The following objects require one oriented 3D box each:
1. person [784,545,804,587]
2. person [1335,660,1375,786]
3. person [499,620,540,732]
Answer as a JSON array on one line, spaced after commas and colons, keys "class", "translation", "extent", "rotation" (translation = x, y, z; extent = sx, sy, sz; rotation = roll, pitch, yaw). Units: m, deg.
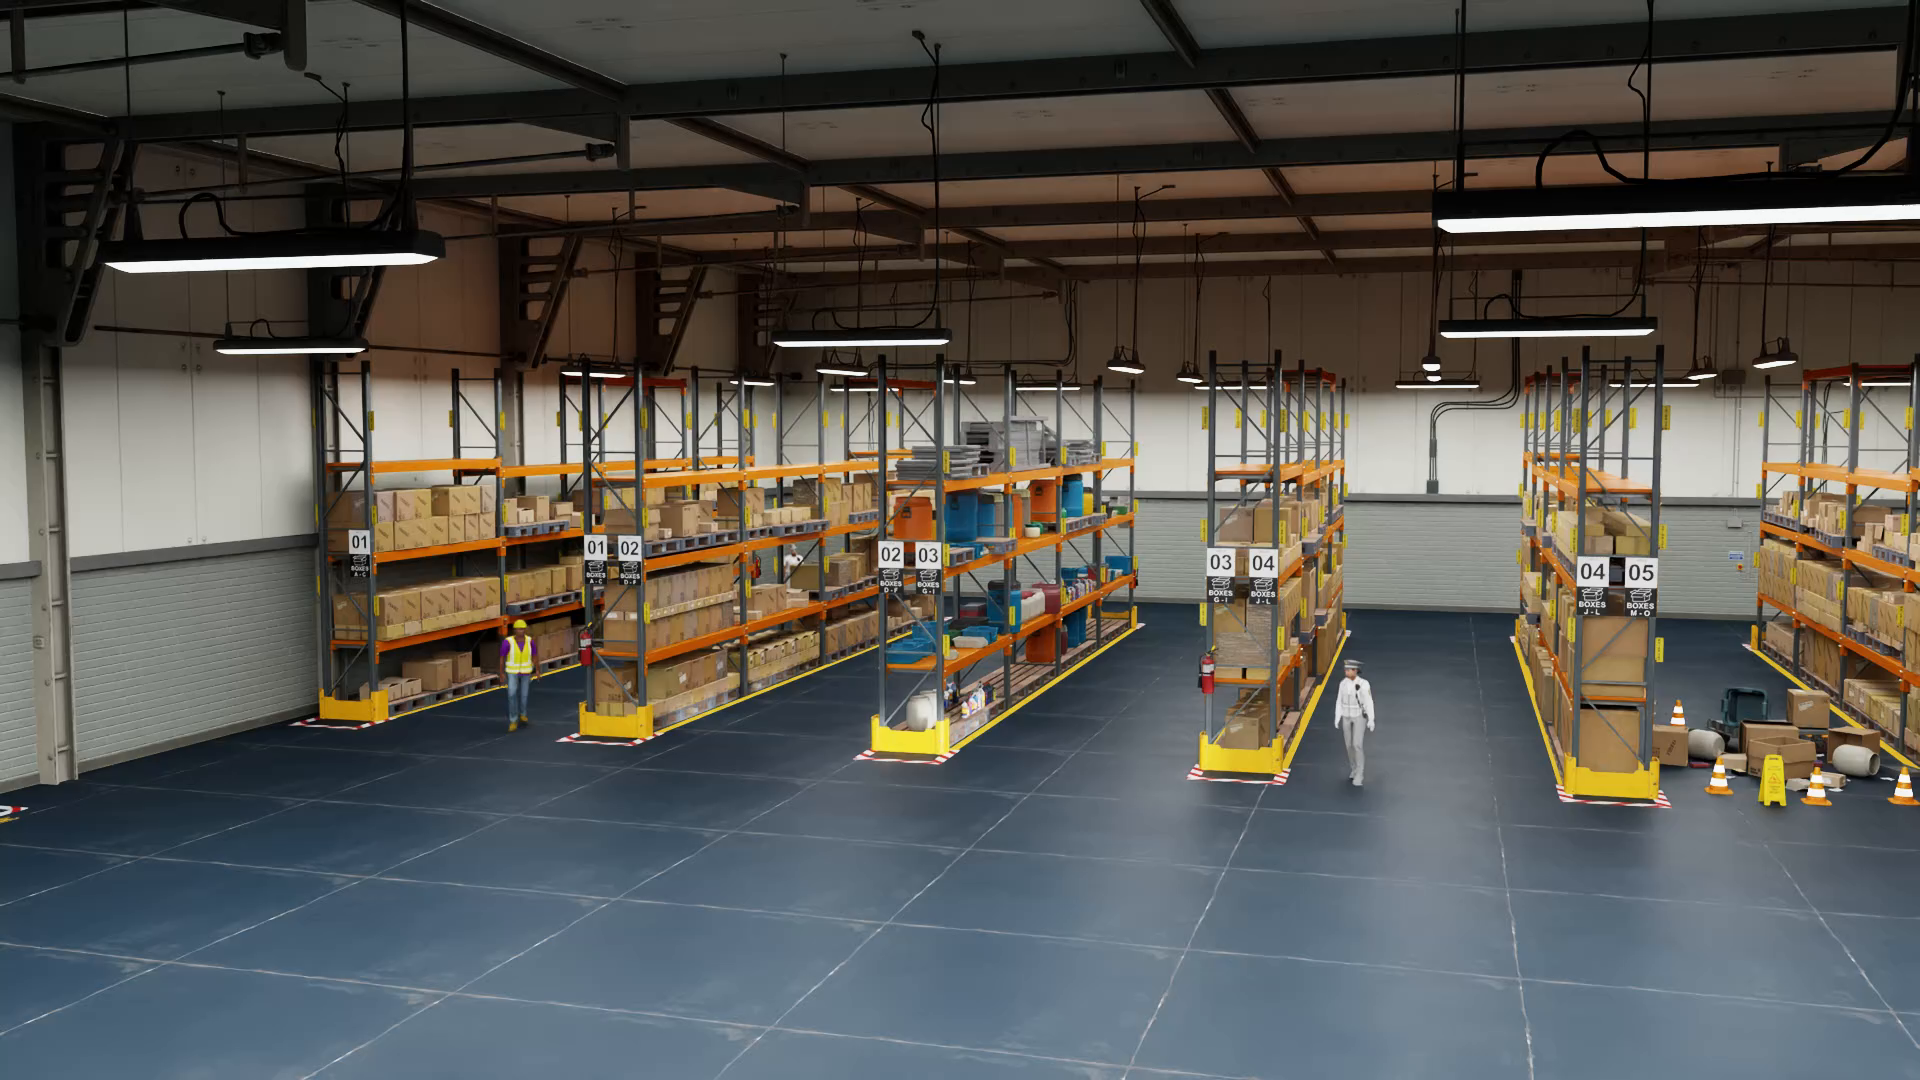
[{"class": "person", "translation": [-4.349, 1.013, 43.692], "extent": [0.587, 1.798, 0.783], "rotation": [-1, 4, -16]}, {"class": "person", "translation": [5.457, 2.519, 23.170], "extent": [0.590, 1.665, 0.622], "rotation": [4, 6, 44]}, {"class": "person", "translation": [-7.212, 2.190, 27.228], "extent": [0.651, 1.772, 0.860], "rotation": [-1, 4, -18]}]
